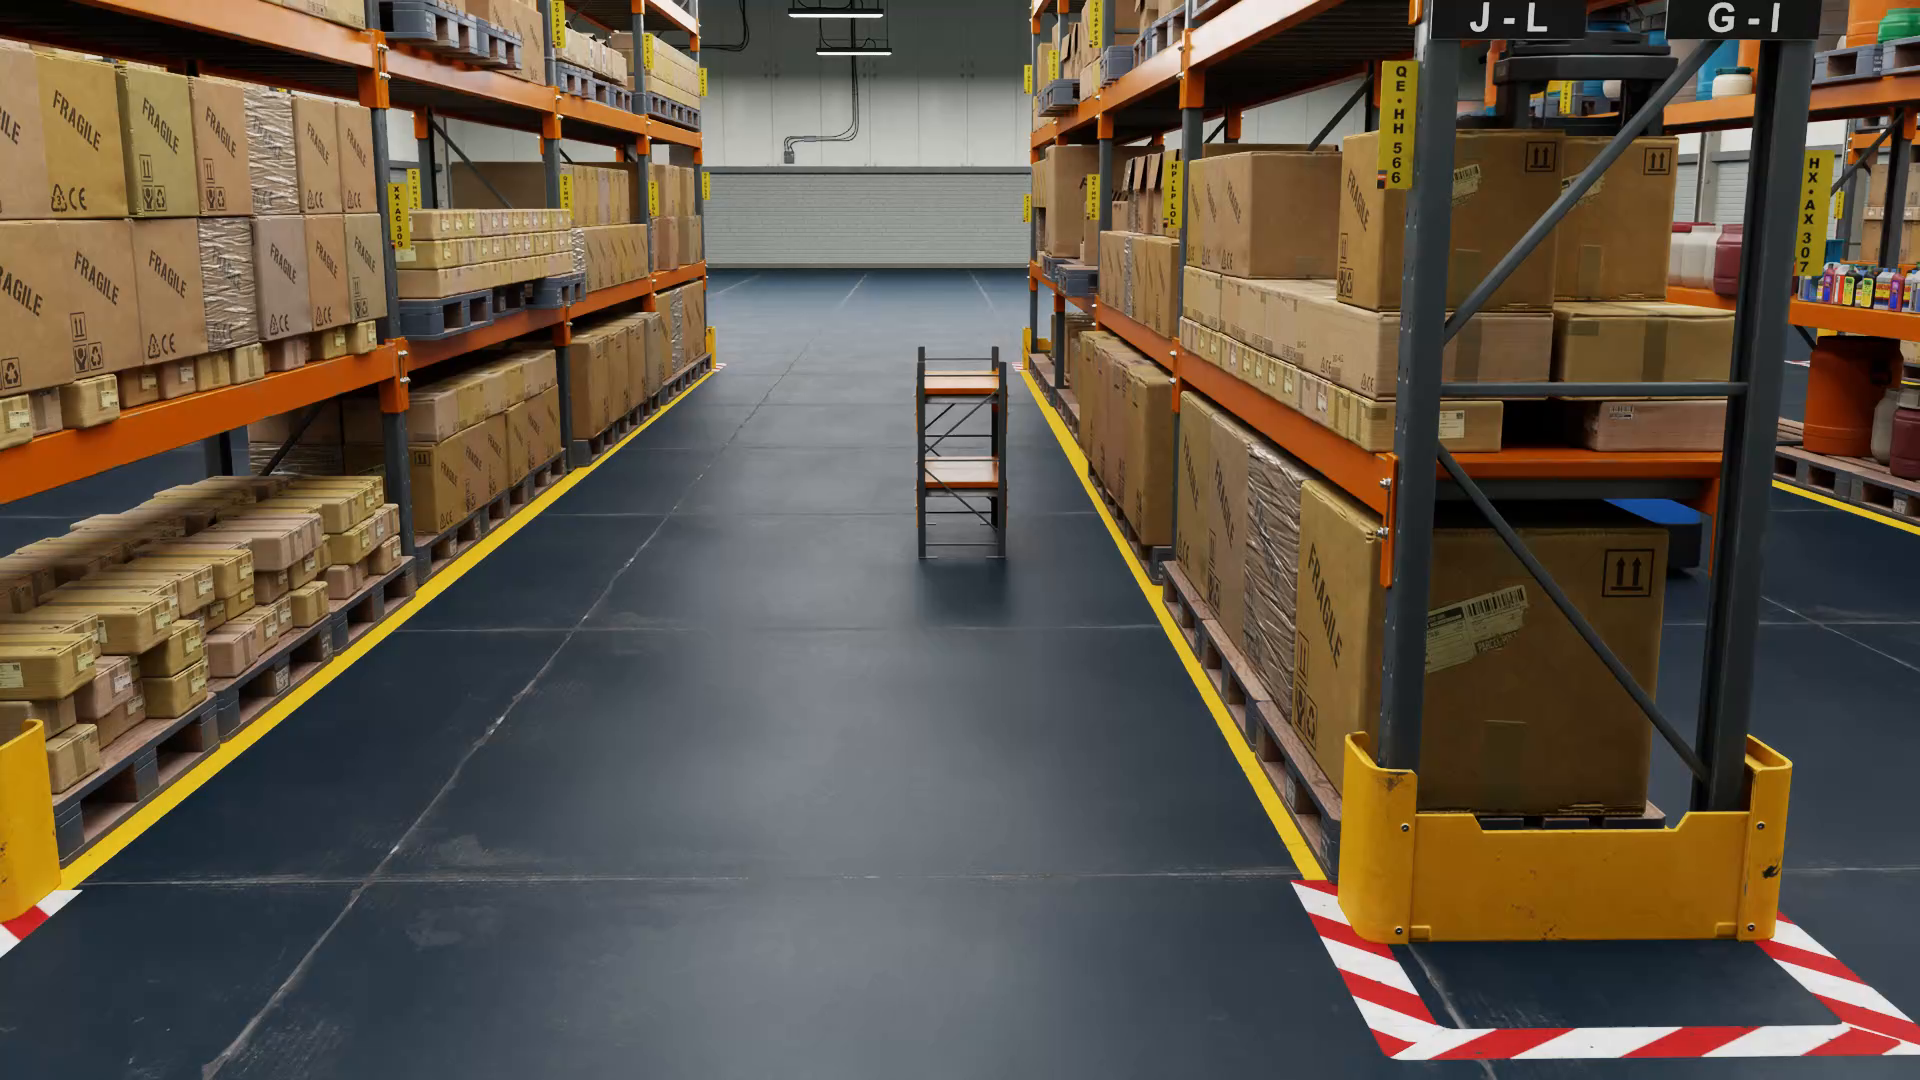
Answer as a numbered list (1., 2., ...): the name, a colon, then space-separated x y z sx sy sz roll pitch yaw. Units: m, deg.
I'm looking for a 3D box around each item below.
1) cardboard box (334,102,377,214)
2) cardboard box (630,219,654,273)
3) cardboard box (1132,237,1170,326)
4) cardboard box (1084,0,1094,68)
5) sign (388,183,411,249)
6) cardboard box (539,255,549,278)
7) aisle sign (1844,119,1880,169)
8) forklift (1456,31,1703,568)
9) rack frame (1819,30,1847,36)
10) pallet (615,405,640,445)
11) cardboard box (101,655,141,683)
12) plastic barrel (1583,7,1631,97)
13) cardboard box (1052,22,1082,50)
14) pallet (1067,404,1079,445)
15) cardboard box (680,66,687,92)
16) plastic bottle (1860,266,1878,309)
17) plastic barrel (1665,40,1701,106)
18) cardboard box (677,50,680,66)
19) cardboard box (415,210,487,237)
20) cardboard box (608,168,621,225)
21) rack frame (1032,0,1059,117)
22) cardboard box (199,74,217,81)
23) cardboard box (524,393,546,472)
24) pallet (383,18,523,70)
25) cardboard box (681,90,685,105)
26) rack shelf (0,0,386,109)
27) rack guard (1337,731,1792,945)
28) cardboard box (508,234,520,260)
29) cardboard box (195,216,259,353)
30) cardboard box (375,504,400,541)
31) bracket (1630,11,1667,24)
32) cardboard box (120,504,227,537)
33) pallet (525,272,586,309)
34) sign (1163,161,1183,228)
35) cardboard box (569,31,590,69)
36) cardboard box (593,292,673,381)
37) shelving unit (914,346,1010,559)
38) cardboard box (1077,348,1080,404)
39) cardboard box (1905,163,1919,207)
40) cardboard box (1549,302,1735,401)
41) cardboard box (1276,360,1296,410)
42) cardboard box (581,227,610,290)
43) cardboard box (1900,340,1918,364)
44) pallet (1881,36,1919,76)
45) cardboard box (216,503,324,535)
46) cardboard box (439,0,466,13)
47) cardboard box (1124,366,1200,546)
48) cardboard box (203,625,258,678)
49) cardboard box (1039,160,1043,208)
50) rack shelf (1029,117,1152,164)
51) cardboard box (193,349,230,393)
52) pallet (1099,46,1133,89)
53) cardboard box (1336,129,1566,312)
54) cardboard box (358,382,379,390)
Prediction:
1. cardboard box: -3.075 -1.786 7.803 0.500 0.500 0.500 -1 11 -3
2. cardboard box: -3.540 -2.930 16.582 0.875 0.550 0.550 0 11 -1
3. cardboard box: 1.302 -1.537 9.838 0.500 0.500 0.500 0 11 -2
4. cardboard box: 1.242 -3.949 12.924 0.500 0.500 0.500 0 11 -1
5. sign: -2.813 -1.621 8.329 0.100 0.325 0.005 0 11 -1
6. cardboard box: -2.958 -1.825 11.086 0.380 0.149 0.250 0 11 -2
7. aisle sign: 10.954 -4.905 20.153 0.394 0.787 0.004 0 11 -1
8. forklift: 3.527 -1.518 10.171 1.130 2.935 3.031 0 11 1
9. rack frame: 6.475 -4.949 11.821 1.000 3.000 0.127 0 11 -1
10. pallet: -3.401 -1.021 14.560 1.003 0.211 1.213 0 11 -1
11. cardboard box: -3.069 0.439 5.716 0.380 0.149 0.250 0 11 0
12. plastic barrel: 6.479 -4.924 16.925 0.600 0.901 0.708 0 11 -1
13. cardboard box: 1.176 -4.782 16.285 0.500 0.500 0.500 -1 11 -3
14. pallet: 1.486 -1.019 14.553 1.003 0.211 1.213 0 11 -1
15. cardboard box: -3.295 -5.080 18.334 0.500 0.250 0.500 0 11 -1
16. plastic bottle: 6.132 -1.700 11.187 0.061 0.283 0.133 0 11 -1
17. plastic barrel: 6.633 -4.290 14.854 0.600 0.901 0.600 0 11 0
18. cardboard box: -3.225 -5.203 17.933 0.380 0.149 0.250 0 11 -1
19. cardboard box: -2.921 -1.804 9.485 0.380 0.149 0.250 0 11 -2
20. cardboard box: -3.492 -3.122 15.136 0.700 0.500 0.500 0 11 -2
21. rack frame: 1.358 -6.519 19.560 1.000 3.000 0.127 0 11 -1
22. cardboard box: -8.183 -4.905 17.776 0.380 0.149 0.250 0 11 0
23. cardboard box: -3.156 -0.736 11.375 0.500 0.500 0.500 0 11 1
24. pallet: -3.286 -2.901 9.741 1.213 0.211 1.003 0 11 -1
25. cardboard box: -3.232 -4.863 18.266 0.380 0.149 0.250 0 11 -1
26. rack shelf: -3.314 -1.913 6.211 1.077 0.370 4.000 0 11 -1
27. rack guard: 1.689 0.831 4.704 1.175 0.500 0.348 0 11 -1
28. cardboard box: -2.938 -1.813 10.278 0.380 0.149 0.250 0 11 -2
29. cardboard box: -3.056 -0.988 6.387 0.500 0.500 0.500 -1 11 -3
30. cardboard box: -3.031 -0.086 8.307 0.380 0.149 0.250 0 11 0
31. bracket: 16.305 -12.383 39.412 0.076 0.066 4.783 0 11 -1
32. cardboard box: -3.526 -0.067 7.465 0.380 0.149 0.250 -1 11 -3
33. pallet: -3.317 -1.753 11.639 1.213 0.211 1.003 0 11 -1
34. sign: 1.063 -1.718 8.271 0.100 0.325 0.005 0 11 -1
35. cardboard box: -3.243 -3.884 13.186 0.500 0.250 0.500 0 11 0
36. cardboard box: -3.464 -2.073 17.023 0.875 0.875 0.875 0 11 0
37. shelving unit: 0.000 -0.550 9.941 0.538 1.125 1.048 0 11 -1
38. cardboard box: 1.435 -1.446 14.824 0.700 0.500 0.500 -1 12 -6
39. cardboard box: 11.276 -4.096 19.190 0.700 0.500 0.500 -1 11 -3
40. cardboard box: 1.948 -0.567 4.940 0.500 0.250 0.500 -1 11 -3
41. cardboard box: 1.329 -0.548 5.847 0.380 0.149 0.250 0 11 -2
42. cardboard box: -3.201 -2.329 13.744 0.500 0.500 0.500 0 11 -1
43. cardboard box: 11.075 -2.171 19.075 0.500 0.250 0.500 0 11 -1
44. pallet: 6.417 -2.972 10.096 1.003 0.211 1.213 0 11 -1
45. cardboard box: -3.103 -0.072 7.487 0.380 0.149 0.250 0 11 1
46. cardboard box: -3.256 -3.227 9.563 0.797 0.503 0.637 0 11 -2
47. cardboard box: 1.573 -0.485 9.195 1.225 0.875 0.875 0 11 -1
48. cardboard box: -2.977 0.435 6.484 0.380 0.149 0.250 -1 11 -4
49. cardboard box: 1.128 -3.855 18.003 0.500 0.500 0.500 0 11 -1
50. rack shelf: 1.399 -4.299 17.970 1.077 0.370 4.000 0 11 -1
51. cardboard box: -3.035 -0.651 6.354 0.380 0.149 0.250 0 11 1
52. pallet: 1.589 -3.238 11.408 1.213 0.211 1.003 0 11 1
53. cardboard box: 1.416 -0.934 4.862 0.500 0.500 0.500 0 11 0
54. cardboard box: -3.621 -0.791 9.758 0.500 0.250 0.500 0 11 2
